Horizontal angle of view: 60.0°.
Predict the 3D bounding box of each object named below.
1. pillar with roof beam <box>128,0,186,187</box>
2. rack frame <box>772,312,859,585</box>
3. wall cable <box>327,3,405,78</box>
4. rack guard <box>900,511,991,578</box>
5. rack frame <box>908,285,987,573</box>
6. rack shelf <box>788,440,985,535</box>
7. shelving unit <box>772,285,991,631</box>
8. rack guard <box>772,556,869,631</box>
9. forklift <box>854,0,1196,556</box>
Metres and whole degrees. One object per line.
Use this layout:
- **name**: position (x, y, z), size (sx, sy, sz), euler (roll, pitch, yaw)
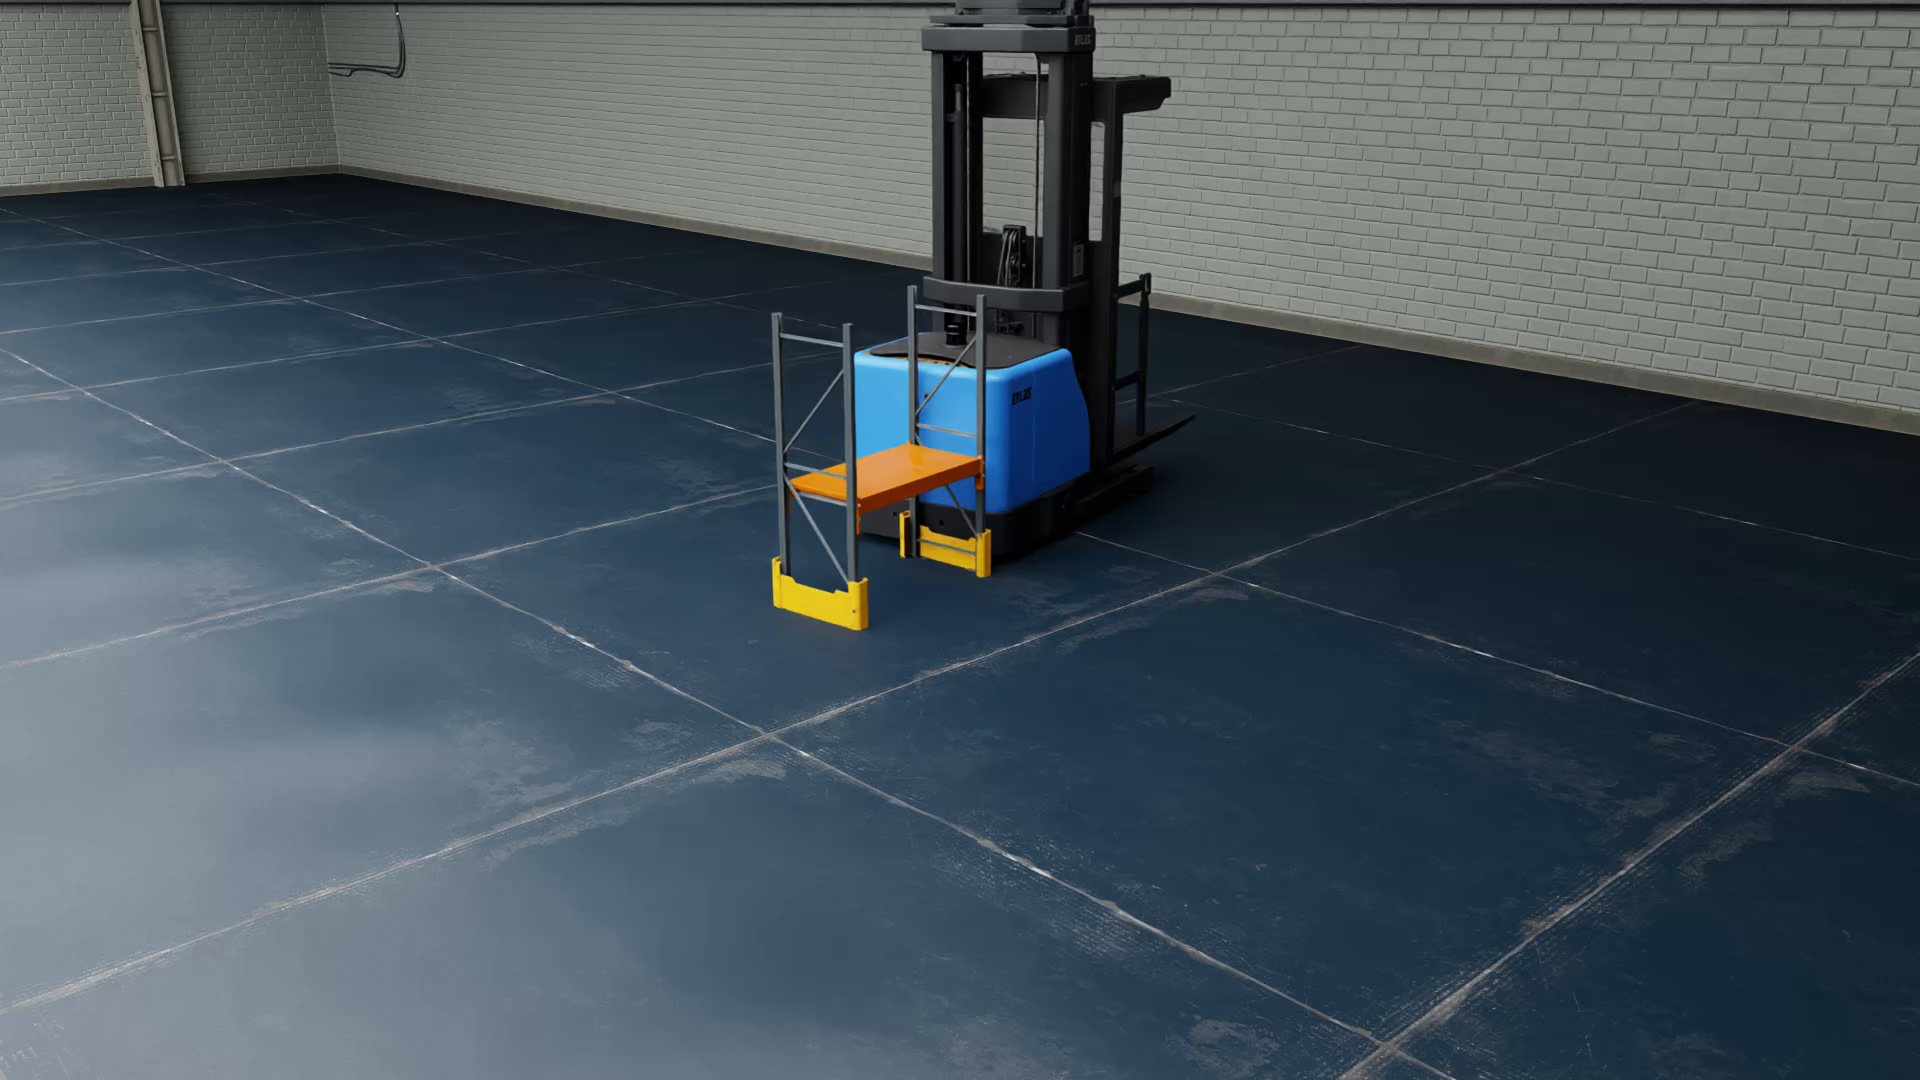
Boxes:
- **pillar with roof beam**: position (-10.198, -9.220, 23.331), size (0.400, 9.000, 9.100), euler (-16, 24, -41)
- **rack frame**: position (-0.698, -0.330, 8.072), size (0.500, 1.500, 0.032), euler (14, 22, 36)
- **wall cable**: position (-10.106, -9.036, 27.797), size (0.112, 2.526, 3.097), euler (-16, 24, -41)
- **rack guard**: position (-0.082, 0.022, 9.011), size (0.587, 0.250, 0.087), euler (14, 22, 36)
- **rack frame**: position (-0.070, -0.577, 8.833), size (0.500, 1.500, 0.032), euler (14, 22, 36)
- **rack shelf**: position (-0.384, -0.283, 8.508), size (0.538, 0.185, 1.000), euler (14, 22, 36)
- **shelving unit**: position (-0.390, -0.452, 8.446), size (0.587, 1.500, 1.083), euler (14, 22, 36)
- **rack guard**: position (-0.697, 0.264, 8.266), size (0.587, 0.250, 0.087), euler (14, 22, 36)
- **forklift**: position (0.558, -1.709, 10.005), size (1.130, 2.935, 3.031), euler (11, 21, 30)
